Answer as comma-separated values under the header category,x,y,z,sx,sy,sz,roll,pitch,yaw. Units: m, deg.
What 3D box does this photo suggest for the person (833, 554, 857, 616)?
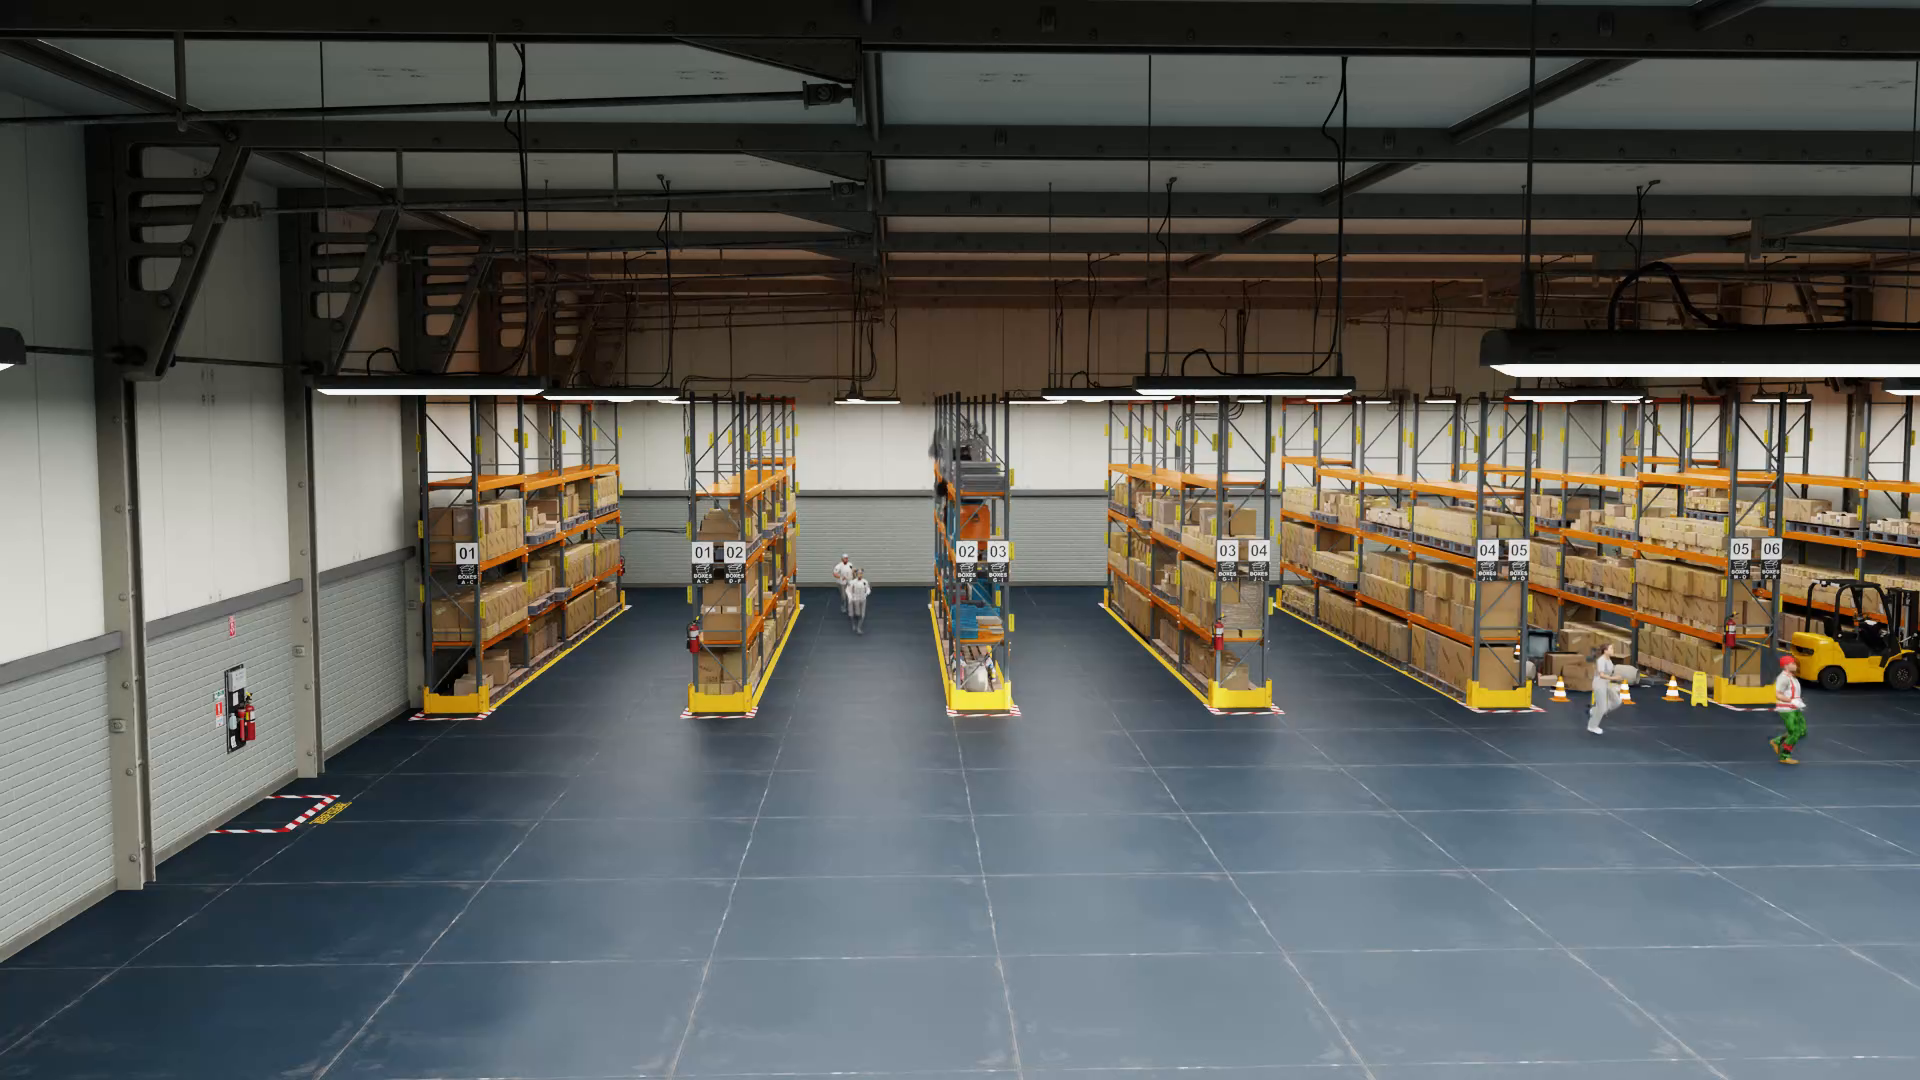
category,x,y,z,sx,sy,sz,roll,pitch,yaw
person,-3.166,1.238,45.847,0.652,1.699,0.812,-2,5,-20

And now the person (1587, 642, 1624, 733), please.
category,x,y,z,sx,sy,sz,roll,pitch,yaw
person,11.307,2.582,29.100,0.648,1.618,0.603,4,6,40

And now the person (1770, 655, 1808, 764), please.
category,x,y,z,sx,sy,sz,roll,pitch,yaw
person,13.293,2.718,26.646,0.611,1.739,0.651,4,6,43

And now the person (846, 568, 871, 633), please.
category,x,y,z,sx,sy,sz,roll,pitch,yaw
person,-2.527,1.536,41.879,0.599,1.657,0.555,-2,5,-19
